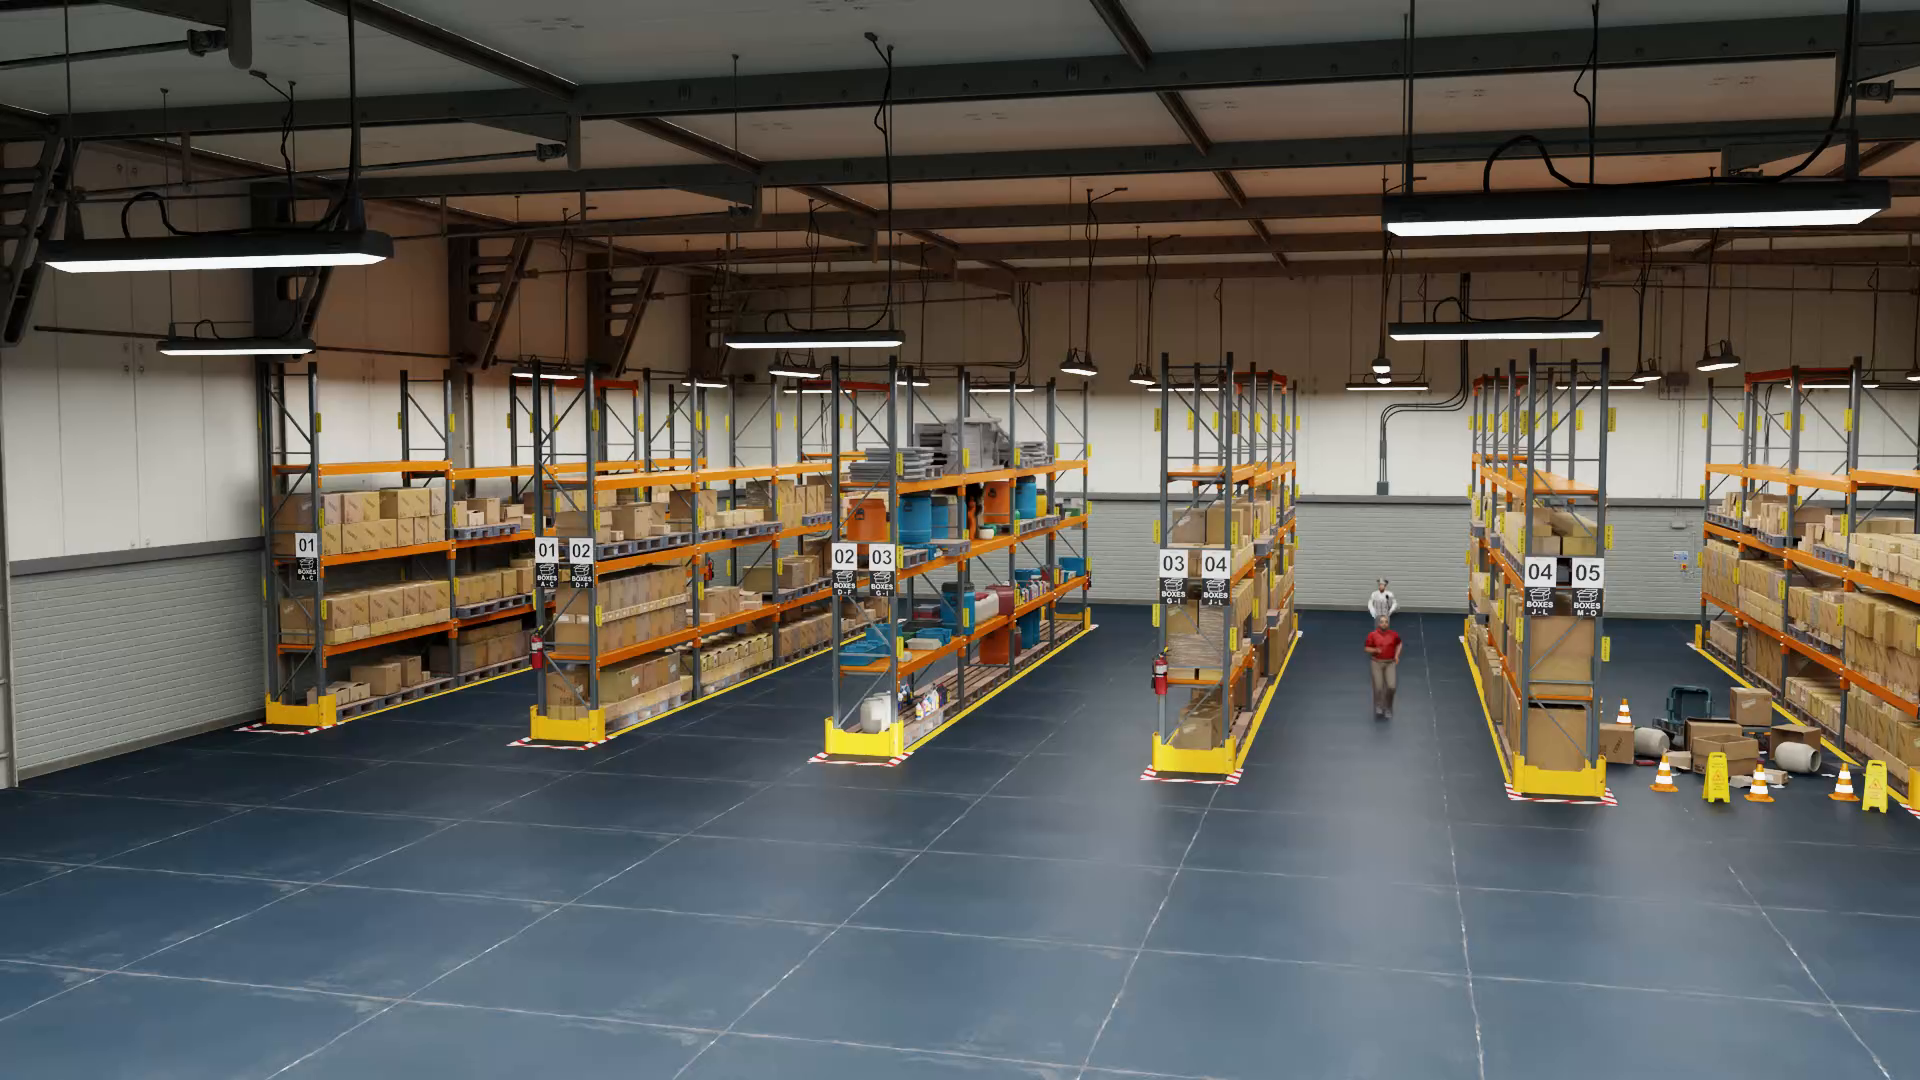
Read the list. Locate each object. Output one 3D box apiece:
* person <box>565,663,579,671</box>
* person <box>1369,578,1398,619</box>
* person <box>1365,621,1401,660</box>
[{"bbox_3d":[-6.826,2.161,29.617,0.671,1.510,0.802,1,4,7],"label":"person"},{"bbox_3d":[9.150,1.655,35.981,0.617,1.674,0.606,1,4,17],"label":"person"},{"bbox_3d":[7.191,1.699,28.246,0.622,0.679,0.454,1,4,8],"label":"person"}]
